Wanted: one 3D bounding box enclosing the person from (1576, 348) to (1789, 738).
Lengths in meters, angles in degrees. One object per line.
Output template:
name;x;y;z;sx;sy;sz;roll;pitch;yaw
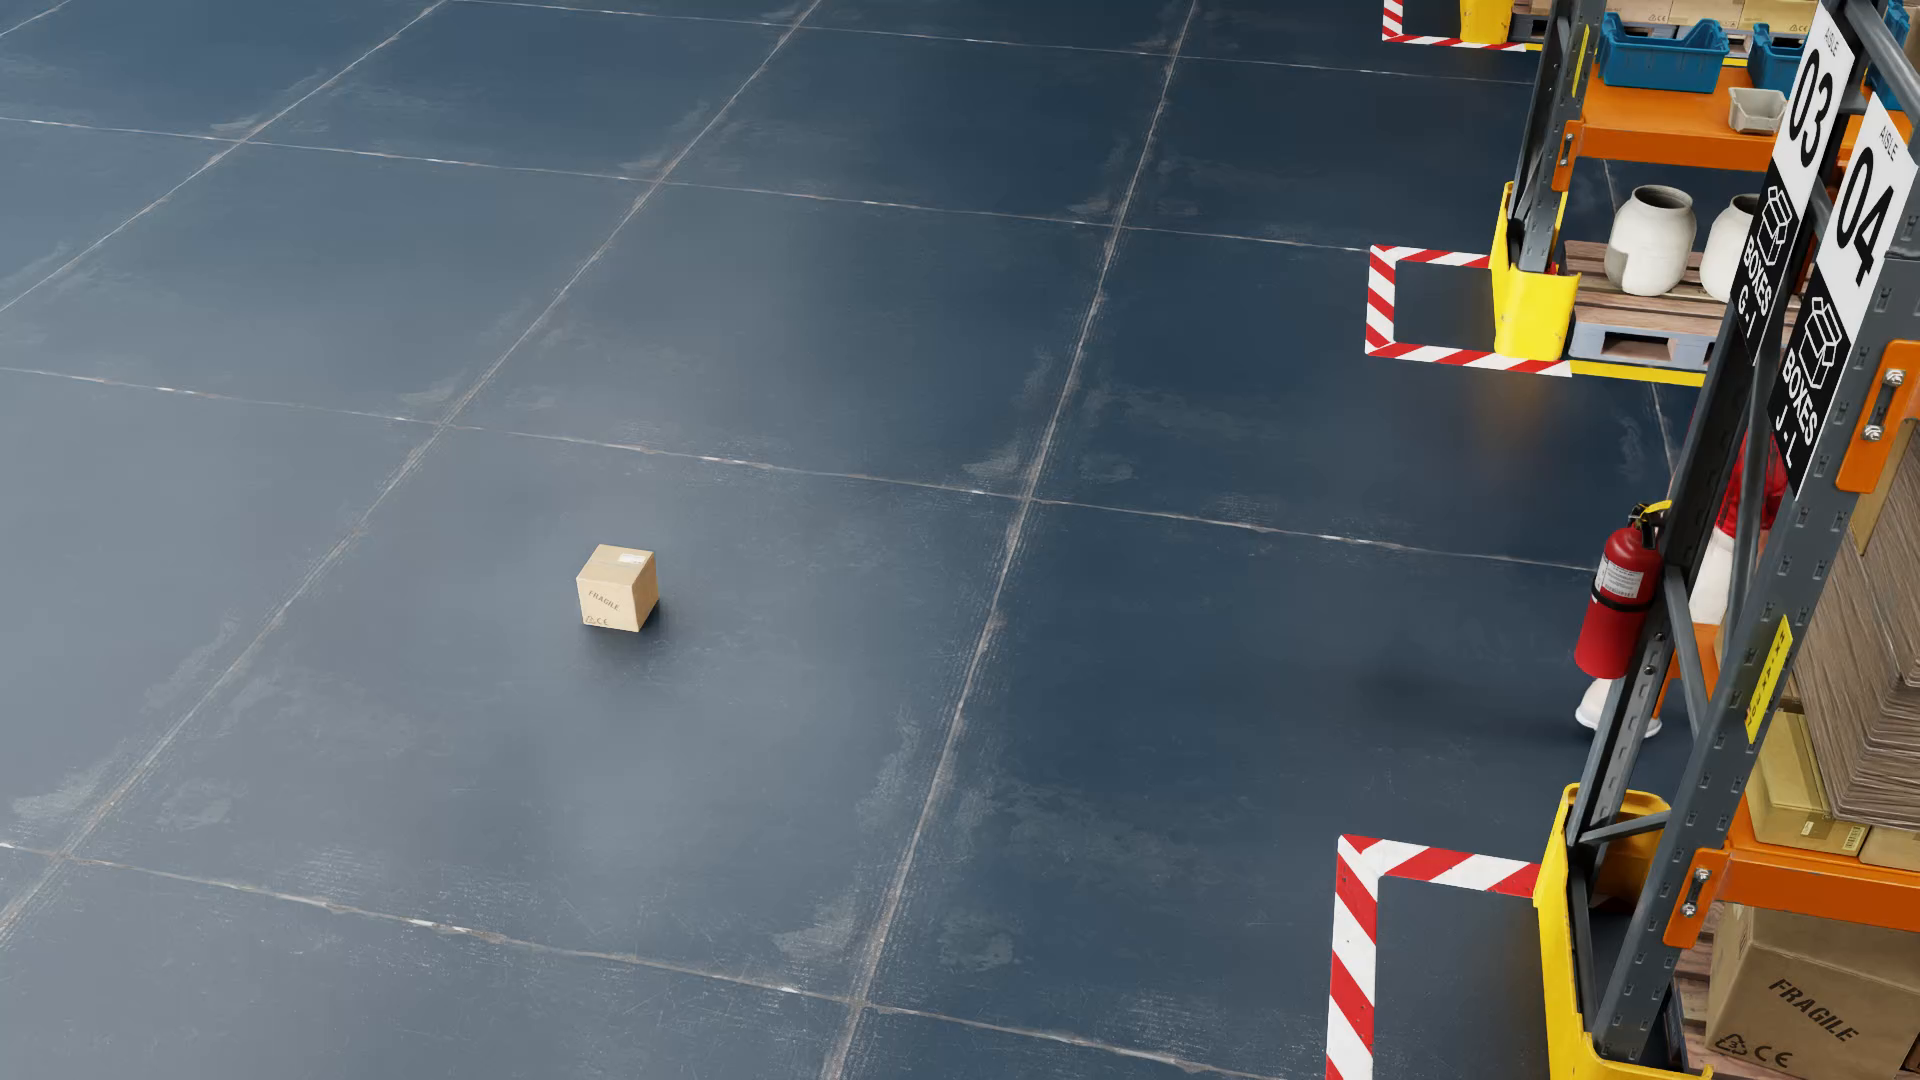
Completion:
person;2.909;0.070;6.043;0.958;1.679;0.573;8;37;11
